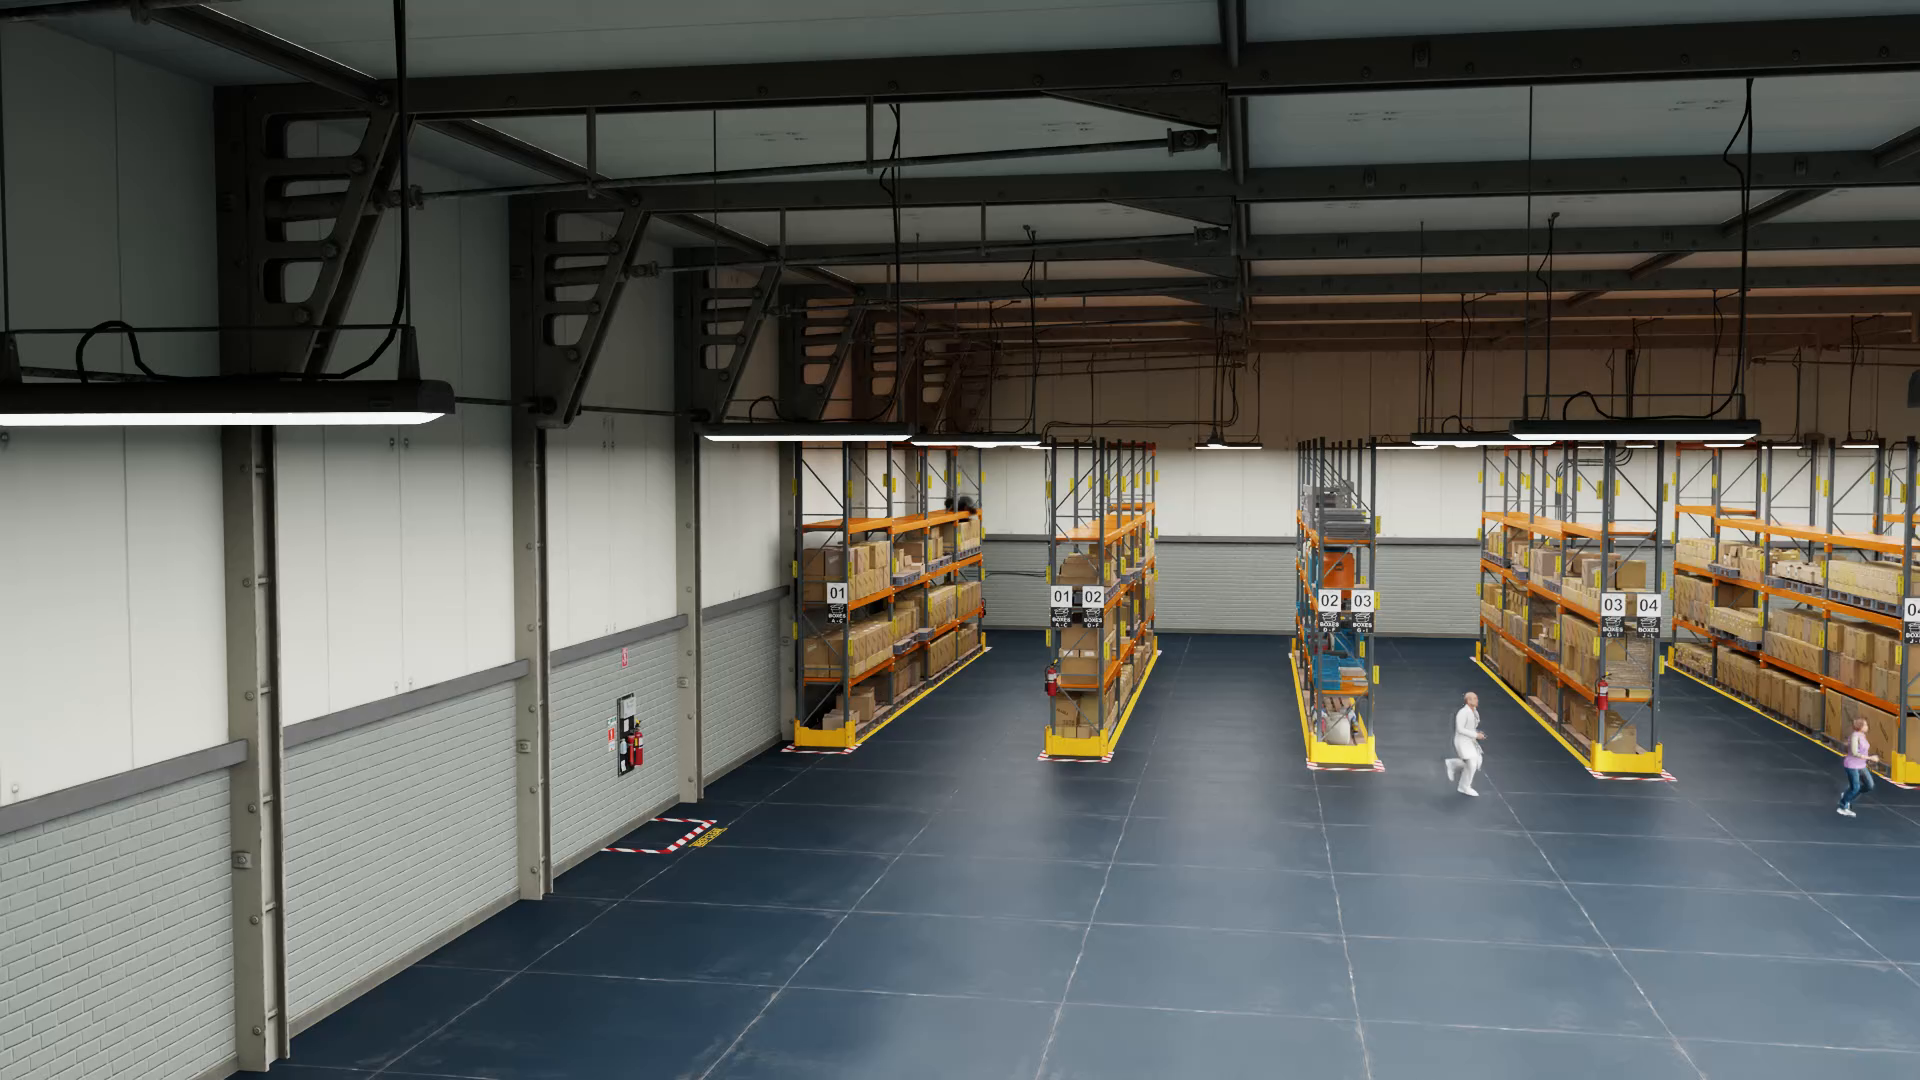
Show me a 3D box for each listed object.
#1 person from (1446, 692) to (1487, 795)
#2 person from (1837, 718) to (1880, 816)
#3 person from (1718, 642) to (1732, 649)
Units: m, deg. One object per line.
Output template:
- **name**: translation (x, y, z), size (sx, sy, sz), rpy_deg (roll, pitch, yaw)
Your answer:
- **person**: translation (8.513, 3.403, 27.815), size (0.664, 1.732, 0.758), rpy_deg (2, 4, 38)
- **person**: translation (14.074, 3.559, 26.037), size (0.516, 1.565, 0.603), rpy_deg (-2, 4, -39)
- **person**: translation (21.446, 2.441, 46.412), size (0.598, 1.687, 0.672), rpy_deg (-1, 3, -12)
